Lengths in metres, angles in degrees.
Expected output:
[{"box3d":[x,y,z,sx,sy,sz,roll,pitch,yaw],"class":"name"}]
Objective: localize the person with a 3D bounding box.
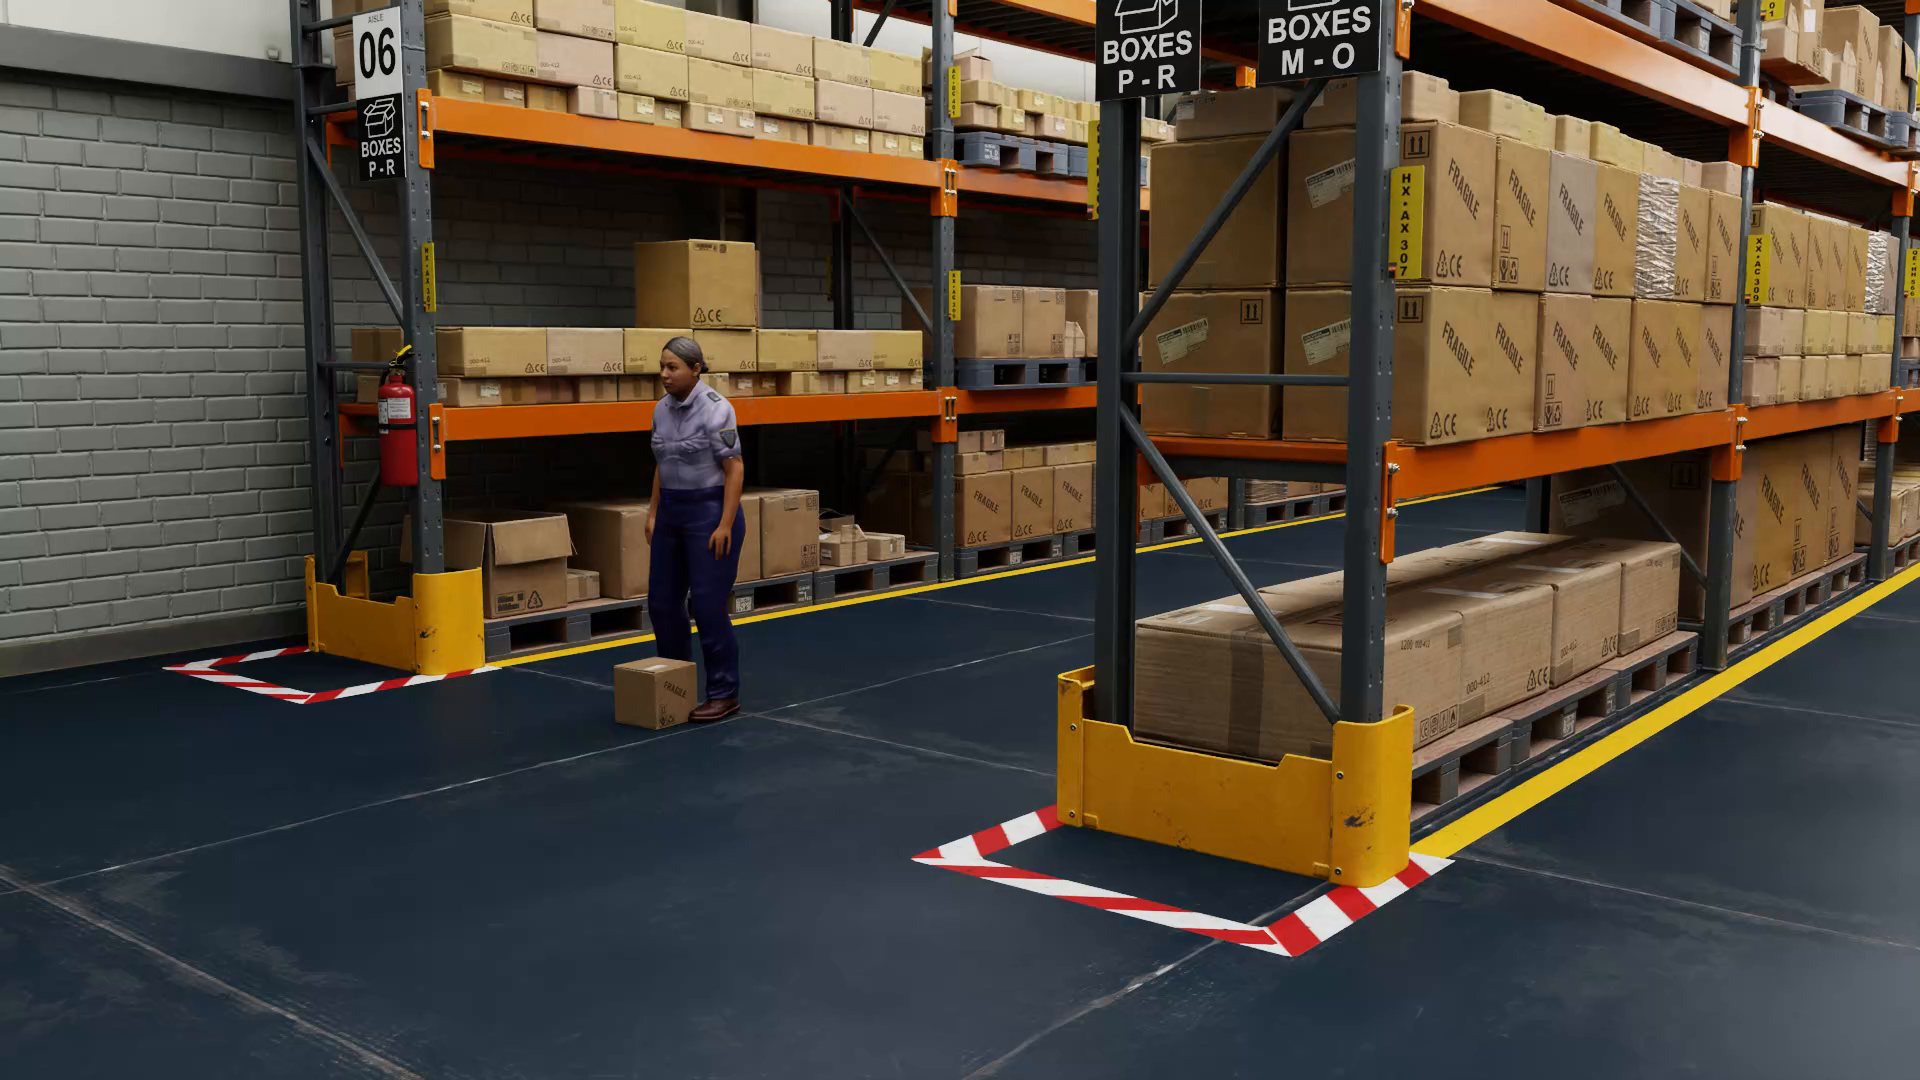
[{"box3d":[-1.167,-0.059,7.269,0.541,1.652,0.368,5,9,38],"class":"person"}]
